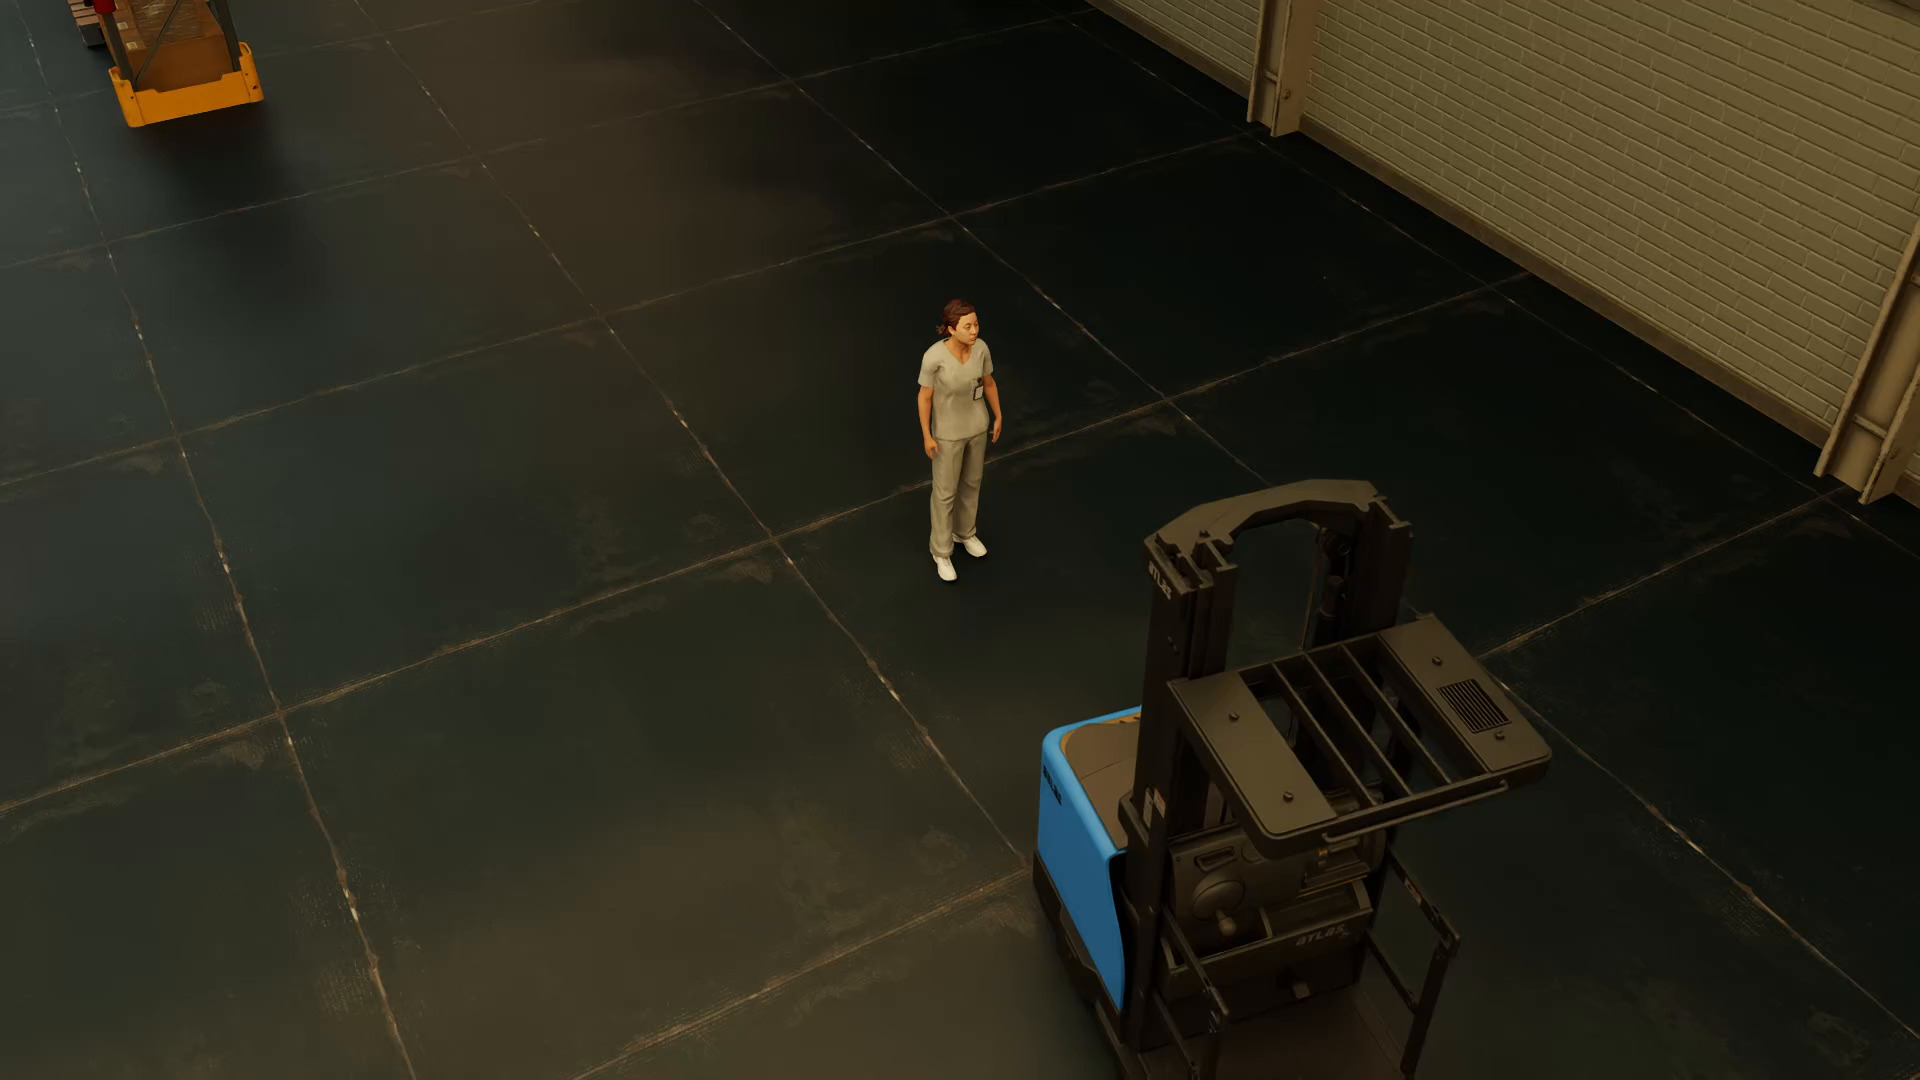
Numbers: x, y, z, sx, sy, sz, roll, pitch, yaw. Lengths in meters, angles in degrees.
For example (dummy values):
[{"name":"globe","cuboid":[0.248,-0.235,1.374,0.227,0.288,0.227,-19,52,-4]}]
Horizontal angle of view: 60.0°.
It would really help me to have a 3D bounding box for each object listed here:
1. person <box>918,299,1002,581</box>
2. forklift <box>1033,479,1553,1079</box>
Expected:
[{"name":"person","cuboid":[0.025,-0.606,9.738,0.549,1.675,0.549,-20,44,-23]},{"name":"forklift","cuboid":[1.336,1.354,6.404,1.130,2.935,3.031,-13,41,-15]}]
